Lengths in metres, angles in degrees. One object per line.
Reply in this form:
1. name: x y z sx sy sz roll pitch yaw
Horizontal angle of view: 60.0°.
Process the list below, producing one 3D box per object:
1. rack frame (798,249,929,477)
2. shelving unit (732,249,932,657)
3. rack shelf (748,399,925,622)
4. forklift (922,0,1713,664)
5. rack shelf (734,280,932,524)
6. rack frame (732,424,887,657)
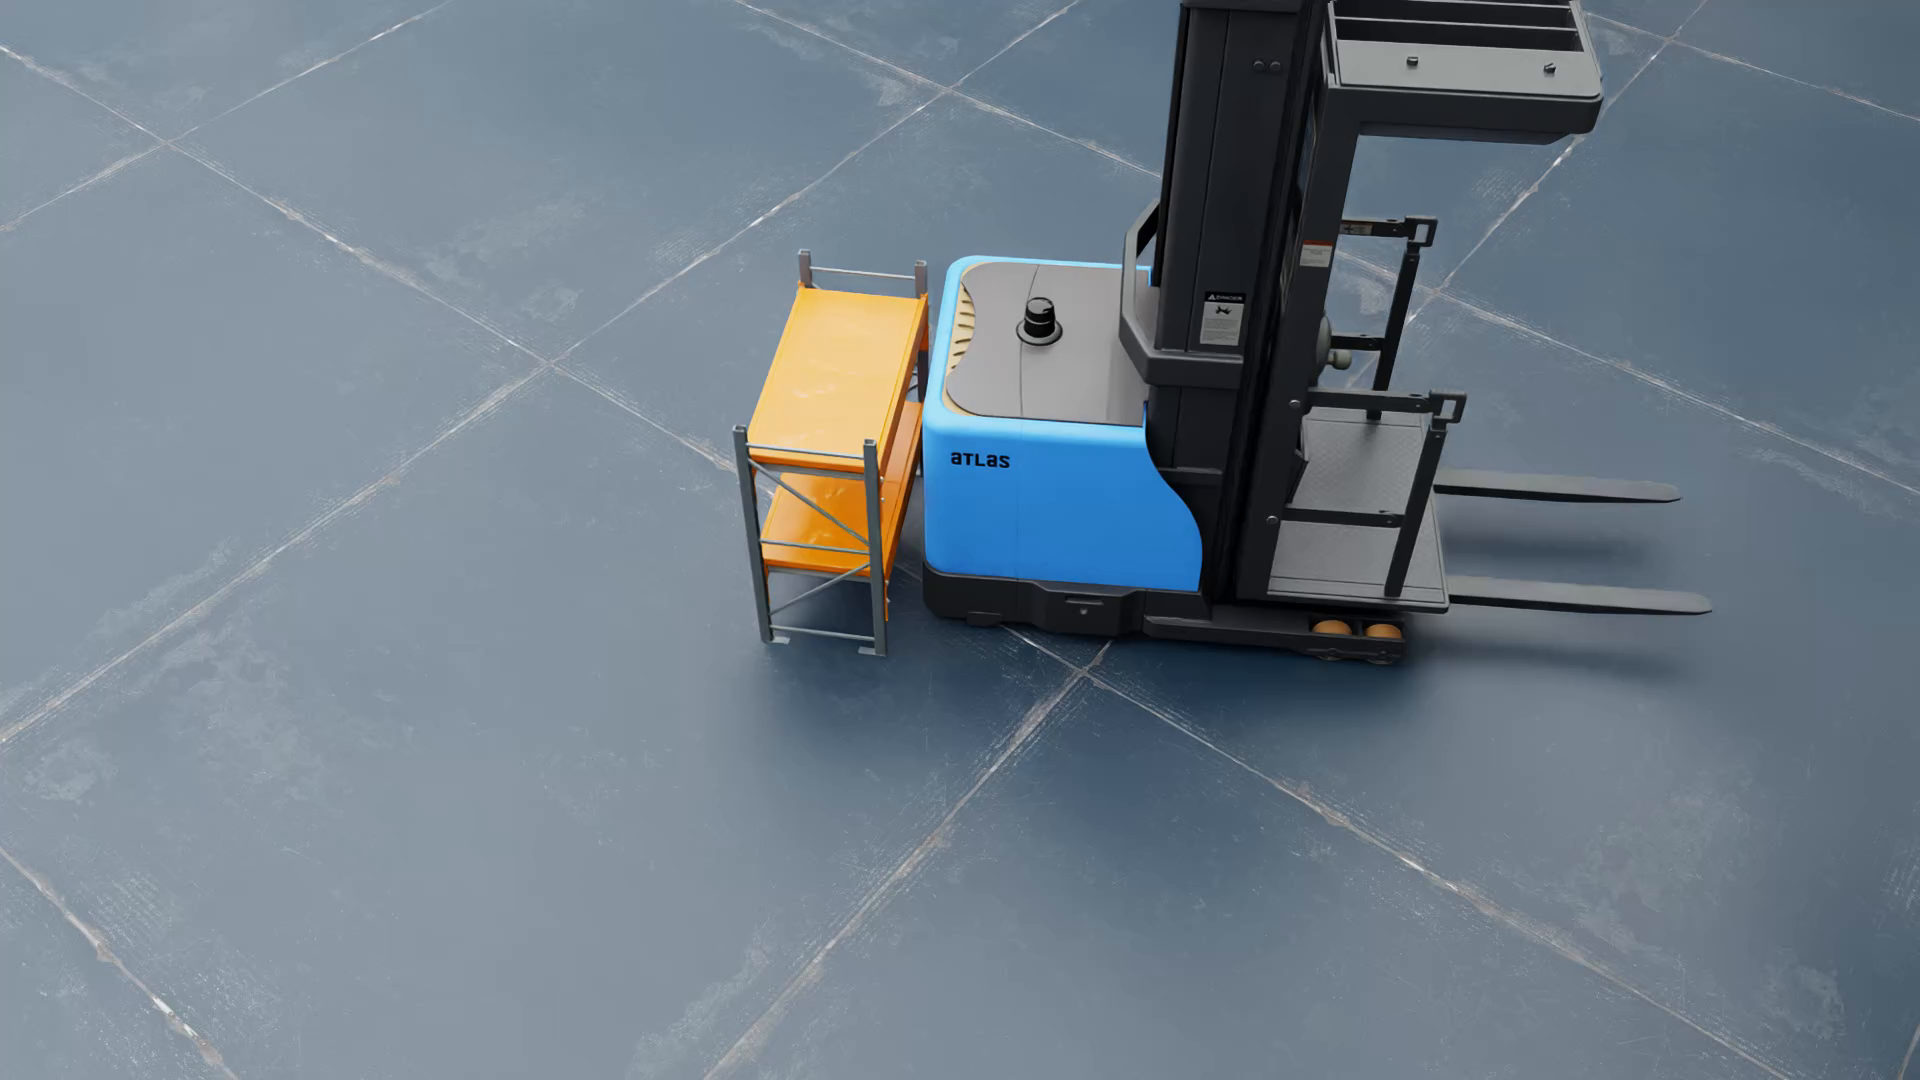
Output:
1. rack frame: -0.376 -0.698 6.803 0.500 1.125 0.032 6 47 6
2. shelving unit: -0.455 -0.335 6.456 0.538 1.125 1.048 6 47 6
3. rack shelf: -0.454 -0.166 6.633 0.538 0.278 1.000 6 47 6
4. forklift: 1.402 -0.937 5.783 3.031 2.935 1.130 4 46 4
5. rack shelf: -0.455 -0.537 6.245 0.538 0.278 1.000 6 47 6
6. rack frame: -0.534 0.028 6.109 0.500 1.125 0.032 6 47 6
